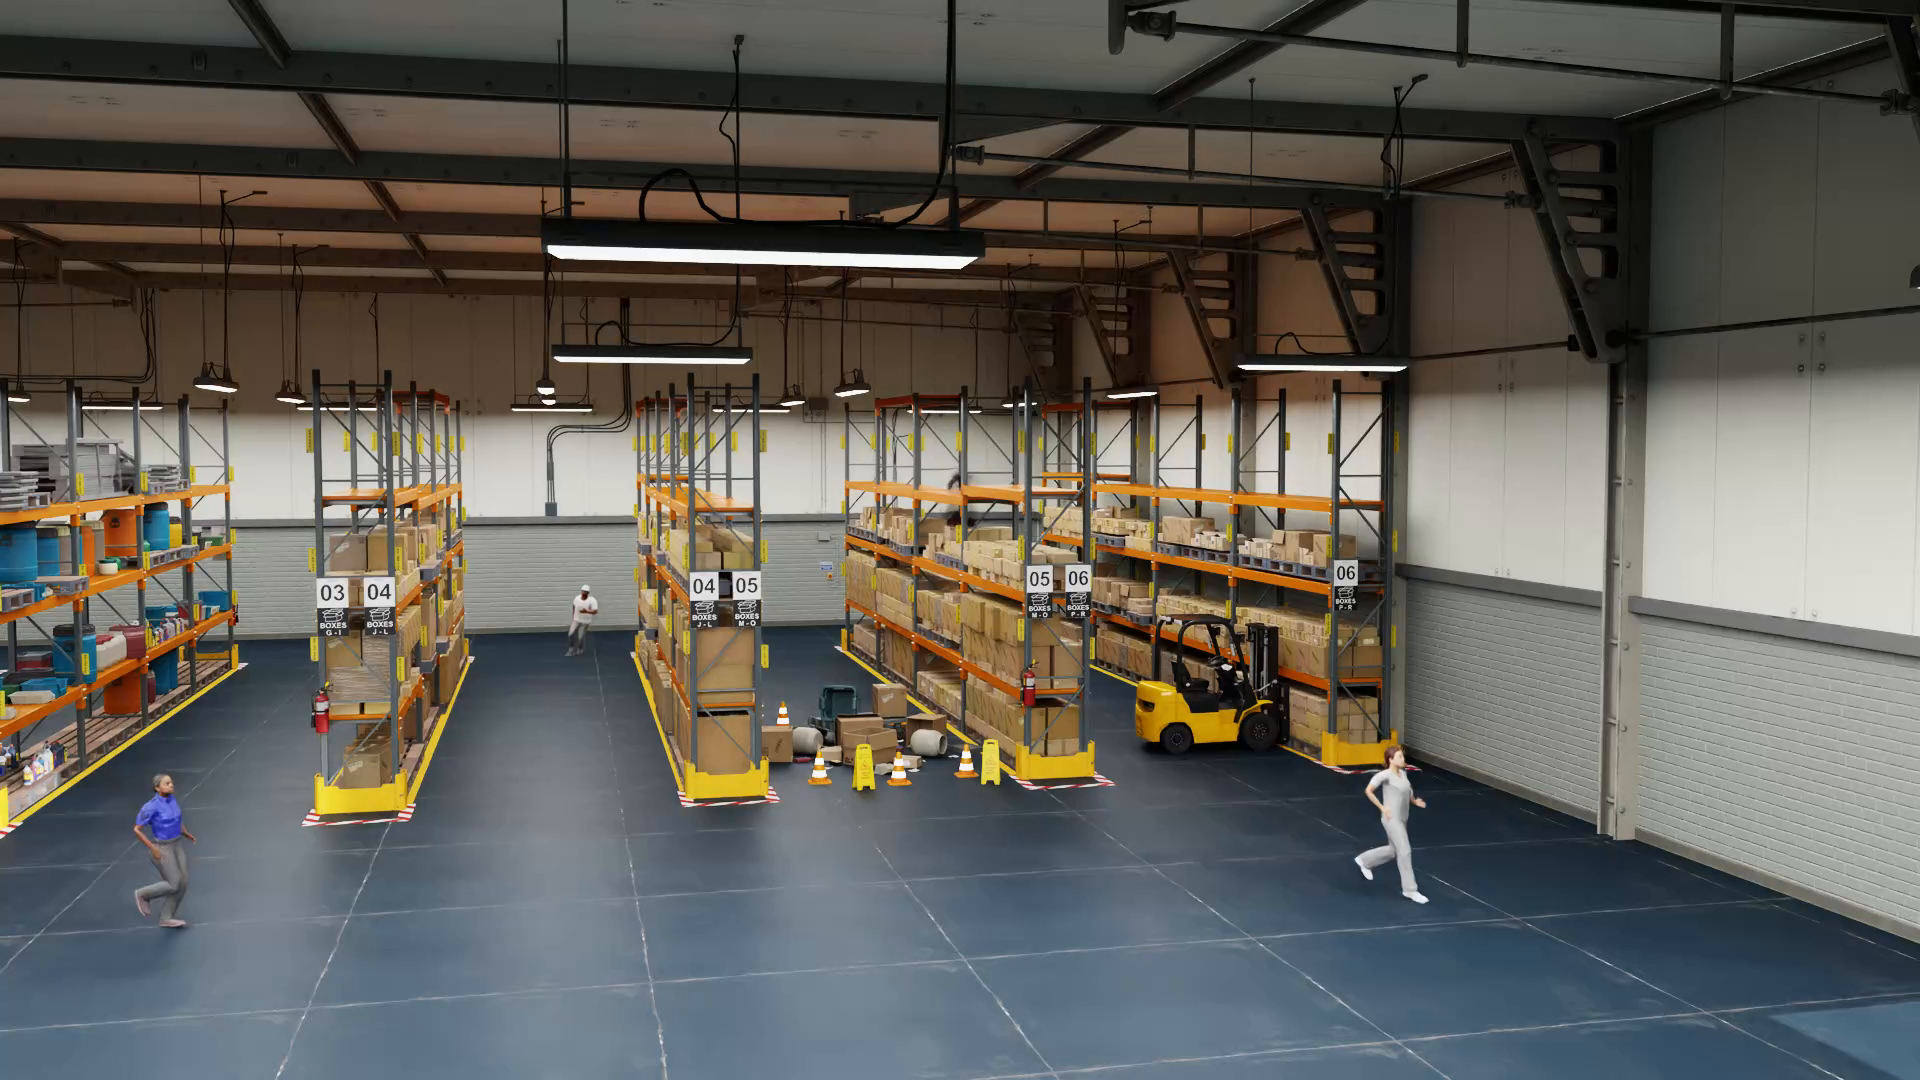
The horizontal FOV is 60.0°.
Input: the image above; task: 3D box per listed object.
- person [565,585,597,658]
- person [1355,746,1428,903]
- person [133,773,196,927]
[{"bbox_3d":[-8.864,1.906,39.030,0.805,1.728,0.659,1,3,10],"label":"person"},{"bbox_3d":[4.779,3.108,18.414,0.928,1.675,0.568,3,5,44],"label":"person"},{"bbox_3d":[-8.220,3.211,17.215,0.551,1.599,0.589,1,3,11],"label":"person"}]
